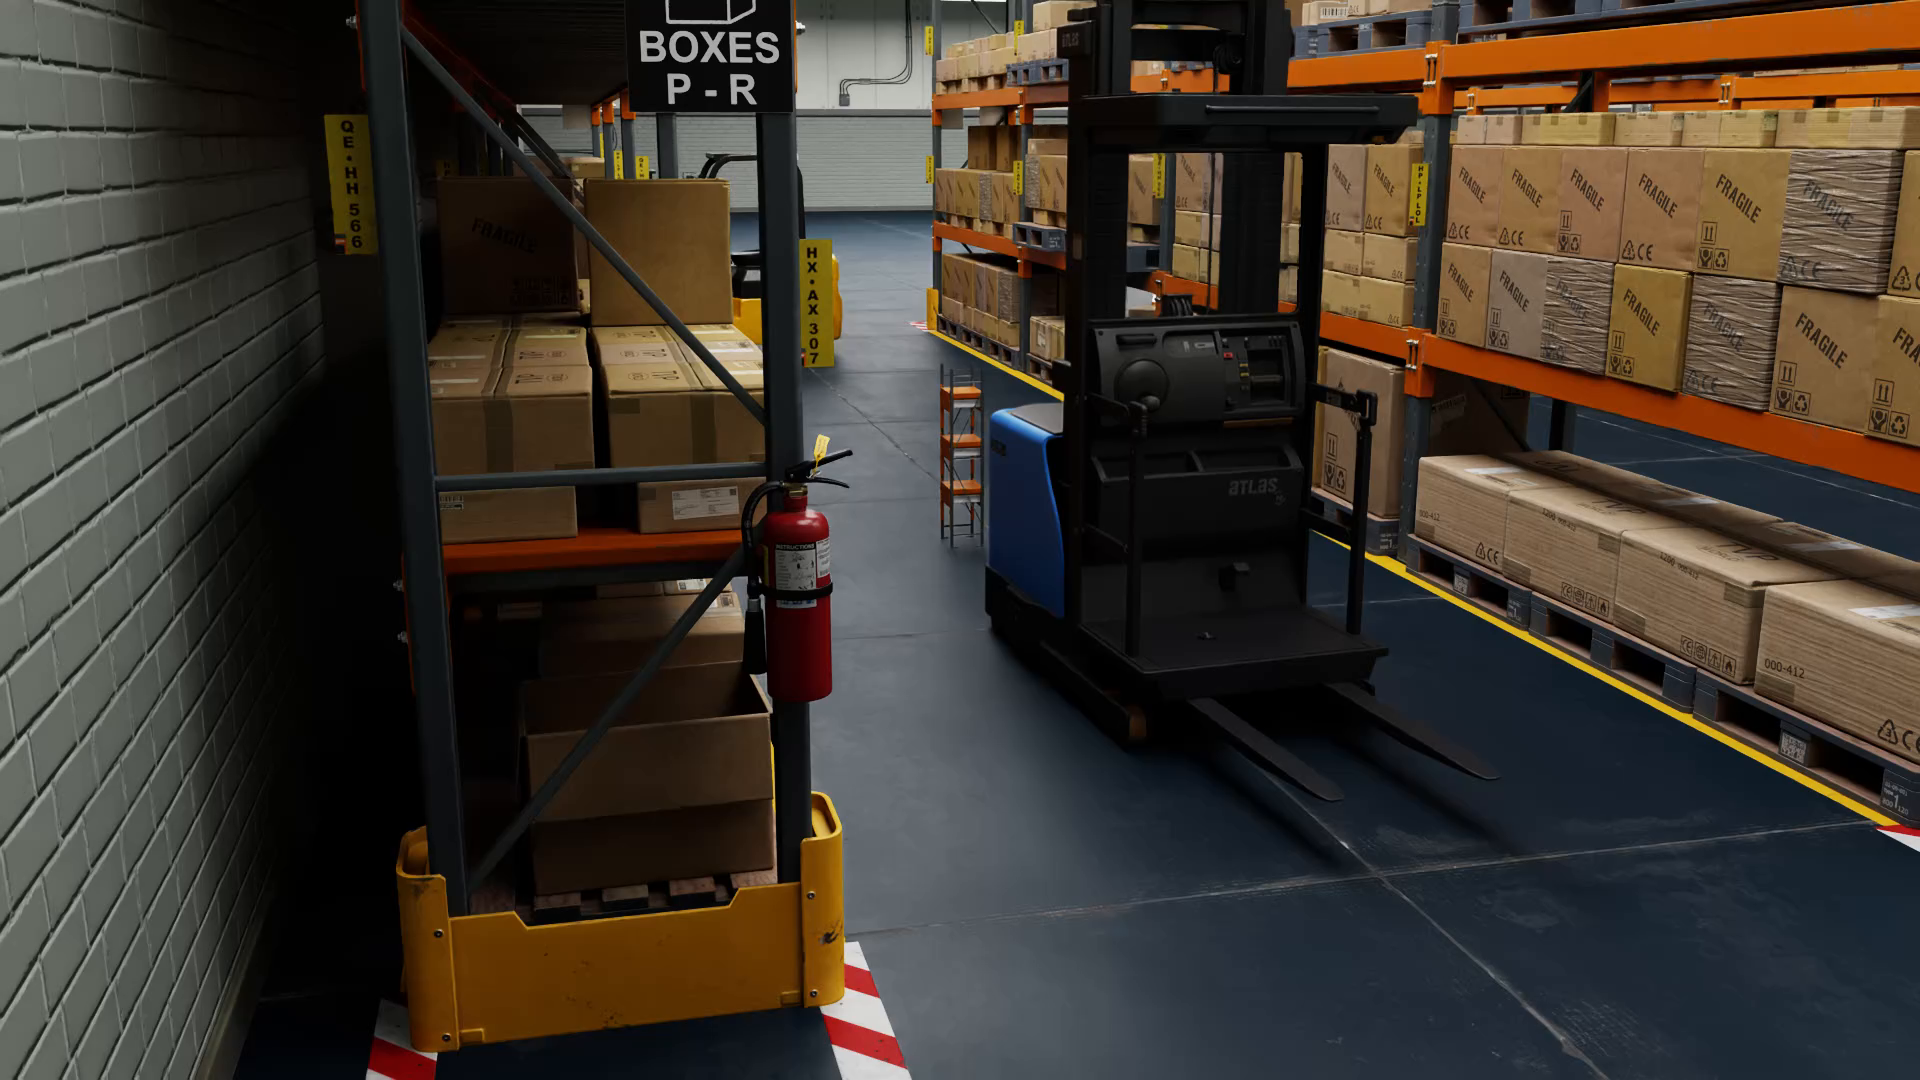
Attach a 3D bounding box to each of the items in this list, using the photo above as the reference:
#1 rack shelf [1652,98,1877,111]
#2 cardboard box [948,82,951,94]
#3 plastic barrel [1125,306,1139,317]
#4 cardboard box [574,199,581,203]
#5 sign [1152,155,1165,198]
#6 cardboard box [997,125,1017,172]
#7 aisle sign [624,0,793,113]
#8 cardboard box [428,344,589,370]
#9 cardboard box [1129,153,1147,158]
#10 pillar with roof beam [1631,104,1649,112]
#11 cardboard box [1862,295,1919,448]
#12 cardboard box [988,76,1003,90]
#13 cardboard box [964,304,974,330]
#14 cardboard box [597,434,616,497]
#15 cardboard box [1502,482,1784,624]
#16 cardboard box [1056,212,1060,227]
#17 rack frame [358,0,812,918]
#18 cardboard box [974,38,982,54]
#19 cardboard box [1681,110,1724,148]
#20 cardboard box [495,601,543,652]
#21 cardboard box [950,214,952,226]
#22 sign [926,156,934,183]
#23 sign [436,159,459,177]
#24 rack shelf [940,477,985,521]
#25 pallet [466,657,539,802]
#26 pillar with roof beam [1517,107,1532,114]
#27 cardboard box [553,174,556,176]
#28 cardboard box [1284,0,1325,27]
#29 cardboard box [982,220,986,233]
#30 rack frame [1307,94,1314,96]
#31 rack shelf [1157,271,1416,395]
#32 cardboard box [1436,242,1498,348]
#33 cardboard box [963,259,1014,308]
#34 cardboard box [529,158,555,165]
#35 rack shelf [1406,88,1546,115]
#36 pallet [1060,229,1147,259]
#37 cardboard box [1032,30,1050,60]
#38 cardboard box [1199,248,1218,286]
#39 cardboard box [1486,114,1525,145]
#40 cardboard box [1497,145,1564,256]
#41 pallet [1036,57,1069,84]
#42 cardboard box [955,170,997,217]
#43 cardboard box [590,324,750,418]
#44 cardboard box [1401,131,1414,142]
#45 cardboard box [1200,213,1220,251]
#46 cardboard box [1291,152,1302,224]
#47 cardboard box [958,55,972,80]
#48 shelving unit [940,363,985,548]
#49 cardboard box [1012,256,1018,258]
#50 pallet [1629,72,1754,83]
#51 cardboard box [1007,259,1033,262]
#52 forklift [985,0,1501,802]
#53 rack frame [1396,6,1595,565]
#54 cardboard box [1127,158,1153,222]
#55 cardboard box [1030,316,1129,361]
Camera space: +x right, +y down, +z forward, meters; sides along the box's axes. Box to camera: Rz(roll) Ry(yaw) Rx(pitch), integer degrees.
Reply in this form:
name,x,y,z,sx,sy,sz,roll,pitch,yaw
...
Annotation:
name,x,y,z,sx,sy,sz,roll,pitch,yaw
rack shelf,10.266,-5.322,20.588,1.077,0.370,4.000,-3,14,-13
cardboard box,0.075,-5.309,19.545,0.380,0.149,0.250,-4,14,-15
plastic barrel,2.120,-2.480,19.187,0.512,0.421,0.421,7,15,26
cardboard box,-1.860,-1.574,8.954,0.700,0.500,0.500,-3,14,-13
sign,1.517,-2.770,12.671,0.100,0.325,0.005,-3,14,-13
cardboard box,0.809,-4.345,18.447,0.700,0.500,0.500,-3,14,-14
aisle sign,-0.601,-1.419,3.936,0.394,0.787,0.004,-3,14,-13
cardboard box,-1.388,-0.437,5.086,0.500,0.250,0.500,-3,14,-13
cardboard box,1.384,-3.352,14.239,0.380,0.149,0.250,-4,14,-16
pillar with roof beam,15.425,-13.602,46.642,9.100,9.000,0.548,-3,14,-13
cardboard box,3.551,-0.578,5.761,0.500,0.500,0.500,-3,14,-13
cardboard box,0.505,-4.830,17.586,0.380,0.149,0.250,-3,14,-12
cardboard box,0.337,-2.547,18.942,0.500,0.250,0.500,-2,14,-9
cardboard box,-0.913,-0.239,5.115,0.380,0.149,0.250,-3,14,-14
cardboard box,3.236,0.042,7.947,0.875,0.438,0.875,-4,14,-15
cardboard box,1.117,-3.019,15.607,0.380,0.149,0.250,-2,14,-10
rack frame,-0.902,-0.155,4.242,1.000,3.000,0.127,-3,14,-13
cardboard box,0.360,-5.337,17.980,0.380,0.149,0.250,-3,14,-12
cardboard box,3.246,-1.707,6.908,0.380,0.149,0.250,-3,14,-11
cardboard box,-1.815,0.369,7.220,0.380,0.149,0.250,-3,14,-14
cardboard box,0.099,-3.789,19.644,0.380,0.149,0.250,-4,14,-15
sign,-0.364,-4.514,20.259,0.100,0.325,0.005,-3,14,-13
sign,-2.381,-1.609,7.752,0.100,0.325,0.005,-3,14,-13
rack shelf,0.013,-0.217,9.820,0.215,0.259,0.240,-3,14,-13
pallet,-1.392,0.717,6.547,1.003,0.211,1.213,-3,14,-13
pillar with roof beam,14.016,-14.986,52.307,9.100,9.000,0.548,-3,14,-13
cardboard box,-4.660,-4.005,18.422,0.380,0.149,0.250,-4,14,-14
cardboard box,2.460,-3.770,11.623,0.700,0.500,0.500,-4,14,-16
cardboard box,0.459,-3.431,18.180,0.380,0.149,0.250,-4,14,-14
rack frame,4.952,-4.423,21.711,1.000,3.000,0.127,-3,14,-13
rack shelf,2.512,-1.467,11.129,1.077,0.370,4.000,-3,14,-13
cardboard box,2.838,-1.281,8.640,0.500,0.500,0.500,-3,14,-11
cardboard box,0.327,-2.913,18.858,0.500,0.500,0.500,-3,14,-12
cardboard box,-4.555,-4.025,17.879,0.380,0.149,0.250,-3,14,-11
rack shelf,5.421,-5.069,19.552,1.077,0.370,4.000,-3,14,-13
pallet,1.538,-2.639,14.815,1.003,0.211,1.213,-3,14,-13
cardboard box,0.971,-4.515,15.199,0.500,0.250,0.500,-3,14,-14
cardboard box,2.051,-1.961,11.950,0.500,0.250,0.500,-4,14,-15
cardboard box,2.880,-2.059,8.352,0.380,0.149,0.250,-3,14,-12
cardboard box,2.971,-1.650,8.041,0.500,0.500,0.500,-3,14,-14
pallet,1.391,-4.180,14.790,1.213,0.211,1.003,-3,14,-13
cardboard box,0.251,-3.955,18.959,0.500,0.500,0.500,-4,14,-14
cardboard box,-0.988,-0.580,5.668,0.500,0.250,0.500,-4,14,-14
cardboard box,5.602,-4.437,19.178,0.875,0.550,0.550,-3,14,-13
cardboard box,2.042,-2.198,11.867,0.500,0.250,0.500,-3,14,-12
cardboard box,2.404,-2.216,10.359,0.500,0.500,0.500,-3,14,-11
cardboard box,0.277,-5.287,18.617,0.500,0.250,0.500,-3,14,-12
shelving unit,0.013,-0.498,9.752,0.215,1.050,0.252,-3,14,-13
cardboard box,0.813,-3.362,19.330,0.380,0.149,0.250,-3,14,-12
pallet,6.628,-4.088,14.419,1.213,0.211,1.003,-3,14,-11
cardboard box,0.843,-2.949,19.006,0.500,0.500,0.500,-4,14,-15
forklift,1.064,-0.715,6.676,1.130,2.935,3.031,-4,14,-17
rack frame,2.982,-1.355,9.155,1.000,3.000,0.127,-3,14,-13
cardboard box,1.534,-2.883,13.687,0.500,0.500,0.500,-4,14,-14
cardboard box,1.229,-2.008,16.476,0.950,0.372,0.625,-3,14,-12
